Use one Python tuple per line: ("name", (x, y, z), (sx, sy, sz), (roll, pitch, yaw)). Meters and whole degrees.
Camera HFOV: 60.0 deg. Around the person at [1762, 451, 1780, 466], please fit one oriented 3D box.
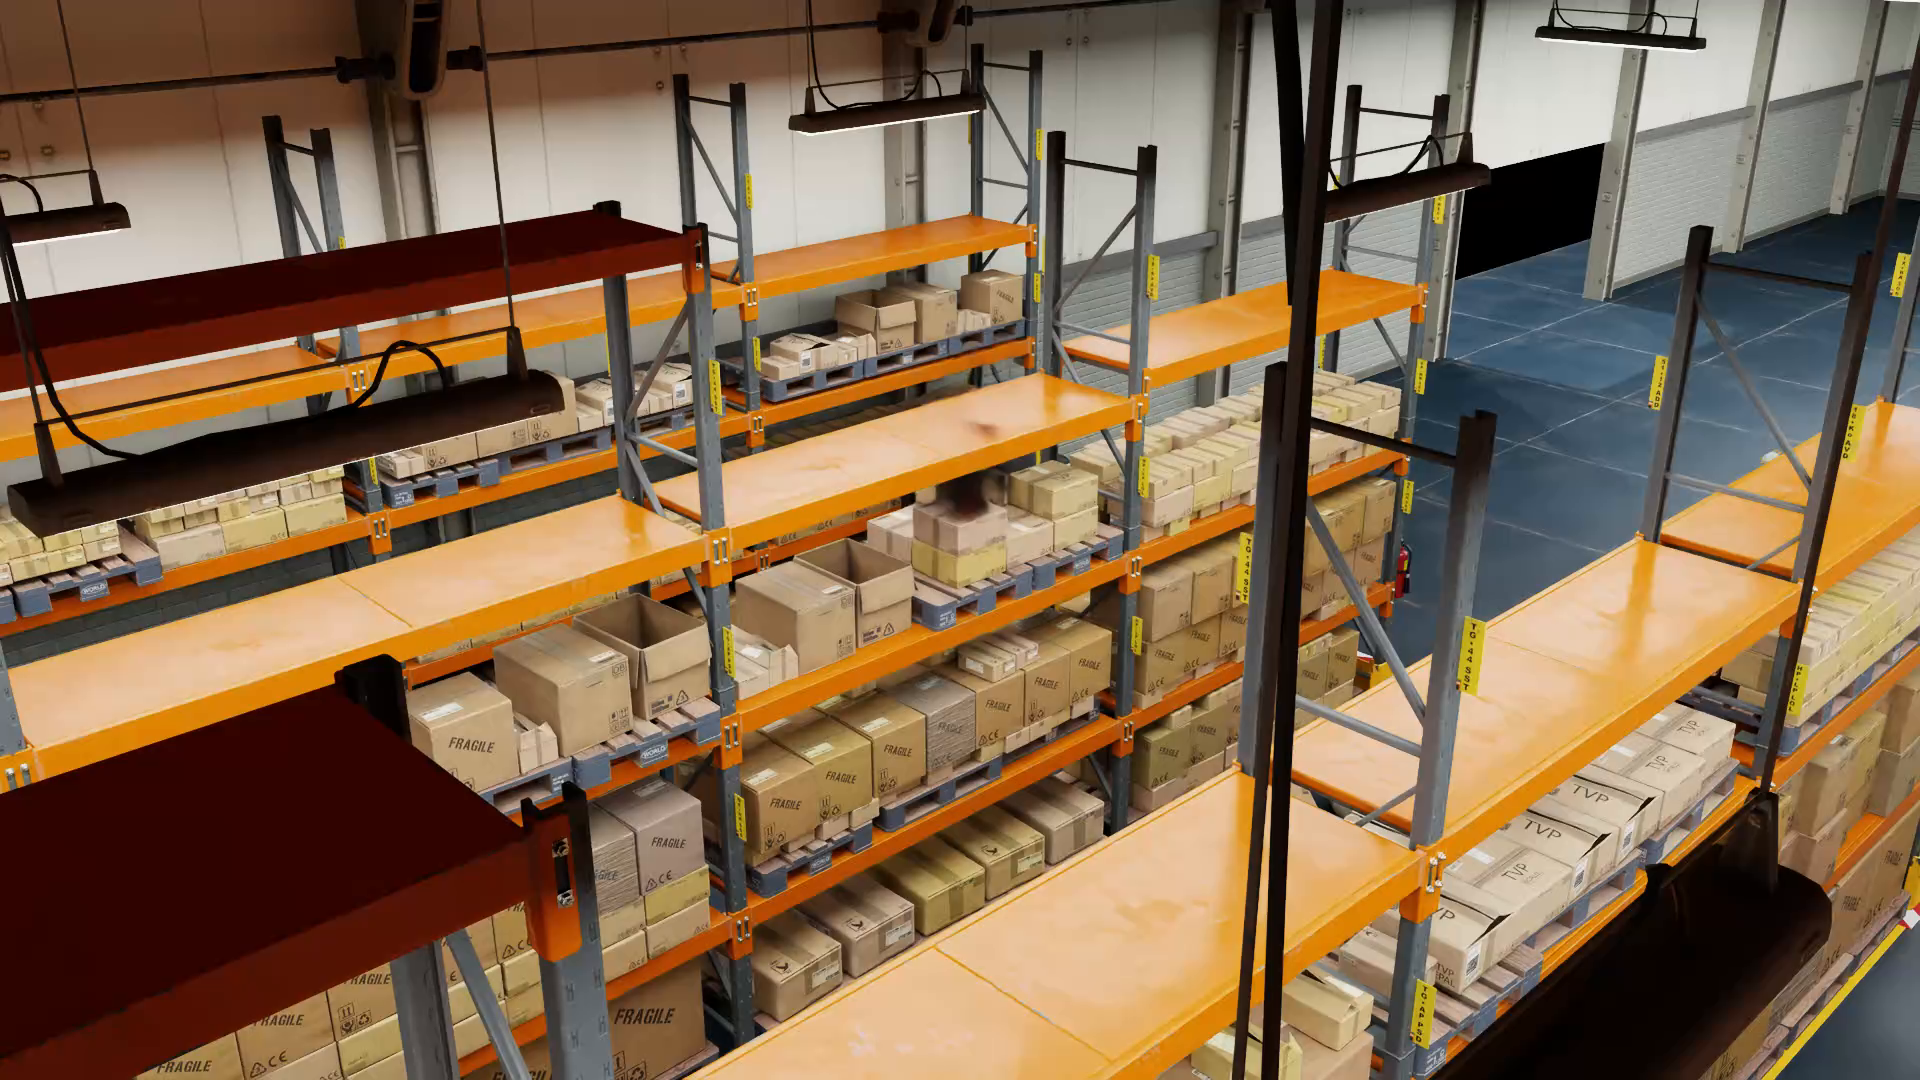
("person", (9.045, -0.123, 18.854), (0.708, 1.808, 0.898), (3, 23, 7))
